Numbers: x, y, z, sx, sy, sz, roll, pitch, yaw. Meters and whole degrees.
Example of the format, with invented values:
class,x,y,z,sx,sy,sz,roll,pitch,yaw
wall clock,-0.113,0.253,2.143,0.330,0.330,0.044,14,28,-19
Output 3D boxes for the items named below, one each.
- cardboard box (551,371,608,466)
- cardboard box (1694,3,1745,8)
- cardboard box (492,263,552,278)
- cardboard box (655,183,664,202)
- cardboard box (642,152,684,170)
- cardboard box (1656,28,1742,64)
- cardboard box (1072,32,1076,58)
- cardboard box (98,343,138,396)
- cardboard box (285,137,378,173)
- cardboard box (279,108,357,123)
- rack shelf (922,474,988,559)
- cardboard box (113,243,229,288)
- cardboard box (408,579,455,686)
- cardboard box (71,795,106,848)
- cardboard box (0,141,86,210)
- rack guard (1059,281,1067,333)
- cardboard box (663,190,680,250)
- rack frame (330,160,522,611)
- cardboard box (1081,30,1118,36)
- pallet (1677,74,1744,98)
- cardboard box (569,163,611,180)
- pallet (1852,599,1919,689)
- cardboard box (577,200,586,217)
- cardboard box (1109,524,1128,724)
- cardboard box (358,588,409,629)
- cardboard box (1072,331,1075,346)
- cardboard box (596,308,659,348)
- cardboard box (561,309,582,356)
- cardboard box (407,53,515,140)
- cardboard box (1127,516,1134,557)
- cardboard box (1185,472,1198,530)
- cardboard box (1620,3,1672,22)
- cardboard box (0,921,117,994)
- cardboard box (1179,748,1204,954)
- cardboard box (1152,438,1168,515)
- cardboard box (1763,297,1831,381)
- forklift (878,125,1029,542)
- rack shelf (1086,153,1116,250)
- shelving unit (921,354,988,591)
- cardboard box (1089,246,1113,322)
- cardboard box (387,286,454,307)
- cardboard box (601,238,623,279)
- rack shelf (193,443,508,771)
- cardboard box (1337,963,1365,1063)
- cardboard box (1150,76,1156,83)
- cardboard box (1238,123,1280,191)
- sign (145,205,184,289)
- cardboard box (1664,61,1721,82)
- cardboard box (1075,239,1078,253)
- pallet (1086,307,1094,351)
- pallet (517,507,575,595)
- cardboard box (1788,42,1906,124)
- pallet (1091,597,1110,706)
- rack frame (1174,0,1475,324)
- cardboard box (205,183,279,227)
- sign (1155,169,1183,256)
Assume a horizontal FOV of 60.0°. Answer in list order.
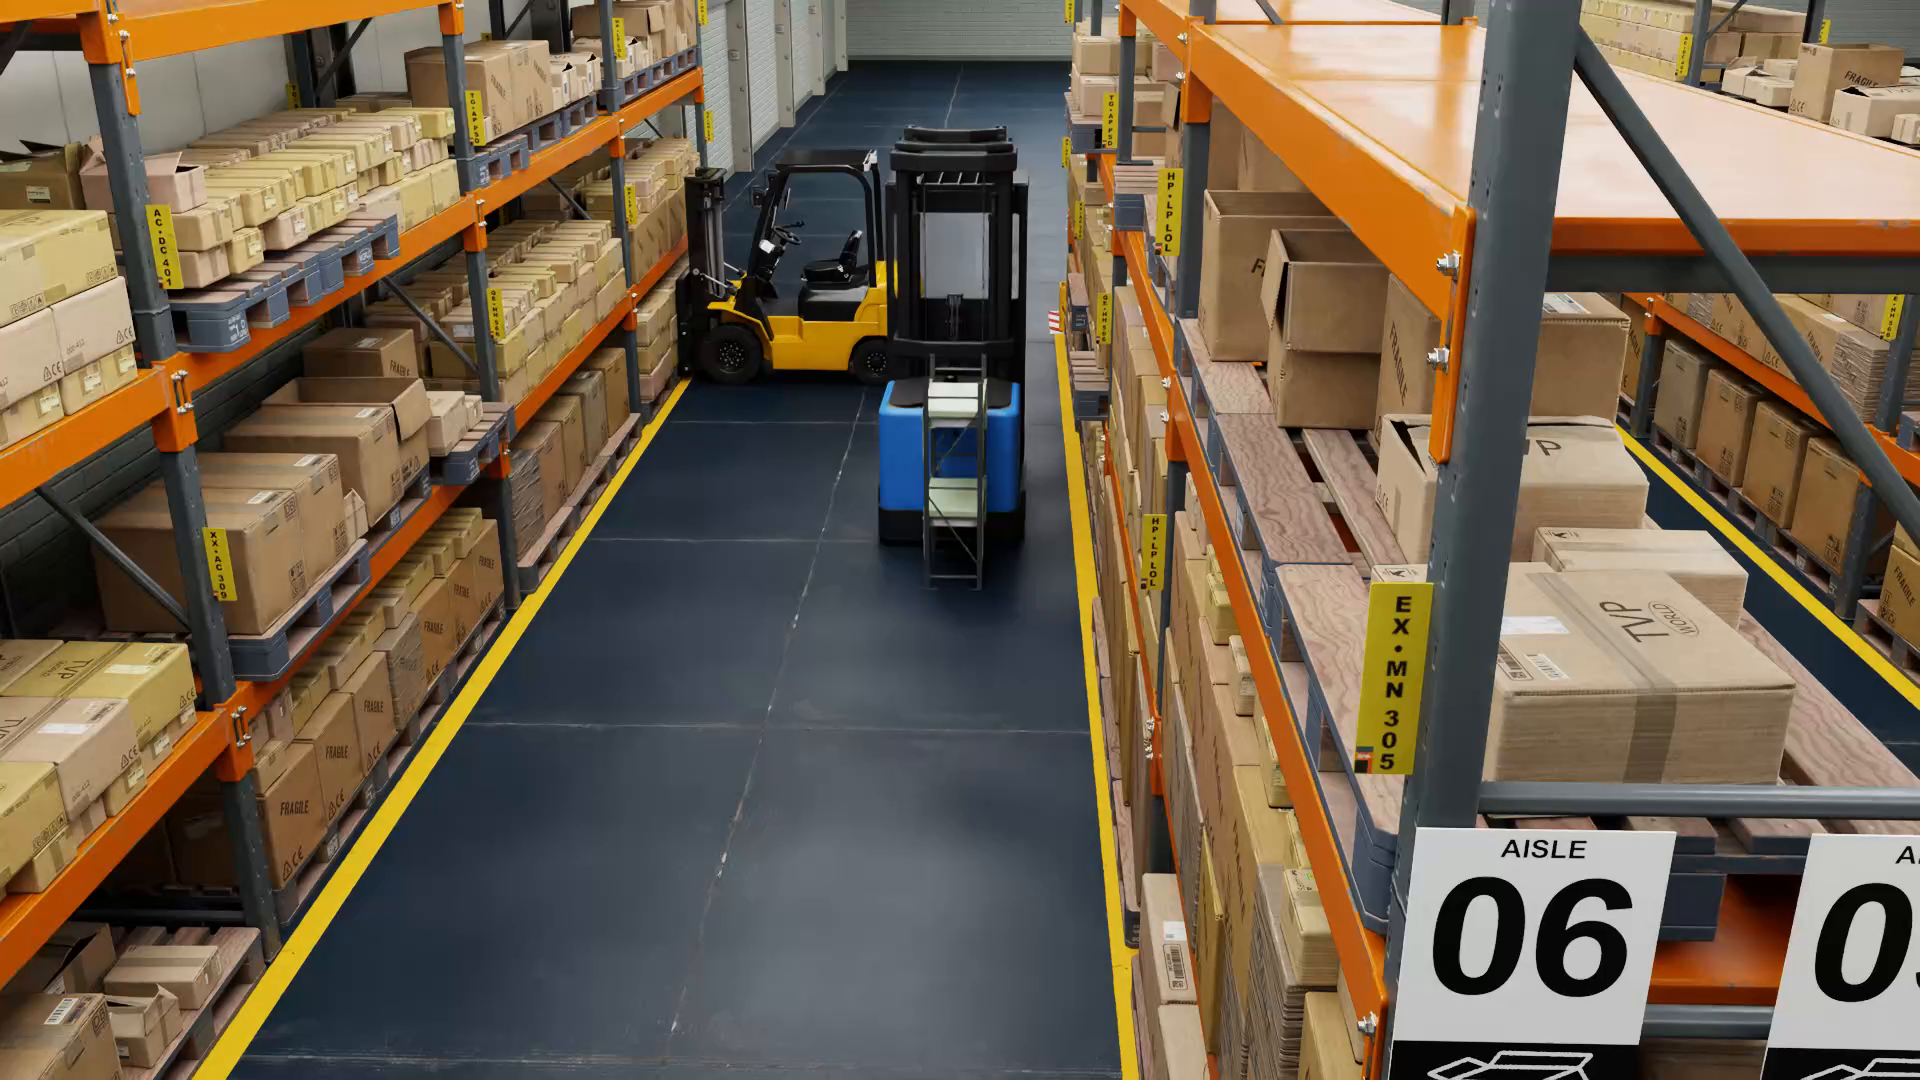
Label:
class,x,y,z,sx,sy,sz,roll,pitch,yaw
cardboard box,-3.421,-1.010,13.686,0.875,0.625,0.625,0,21,1
cardboard box,6.916,-4.802,15.139,0.380,0.149,0.250,1,21,2
cardboard box,-3.262,-1.967,12.416,0.380,0.149,0.250,1,21,2
cardboard box,-3.044,-3.314,15.888,0.380,0.149,0.250,0,21,0
cardboard box,-3.000,-3.823,16.789,0.380,0.149,0.250,1,21,3
cardboard box,6.286,-4.209,14.161,0.500,0.250,0.500,0,21,1
cardboard box,1.417,-5.071,17.102,0.500,0.250,0.500,0,21,1
cardboard box,-3.344,-0.646,6.247,0.380,0.149,0.250,0,21,1
cardboard box,-3.261,-2.000,8.636,0.380,0.149,0.250,1,21,2
cardboard box,-3.794,-2.467,9.838,0.380,0.149,0.250,0,21,0
rack shelf,-0.030,-0.176,11.812,0.431,0.370,0.720,1,21,3
cardboard box,-3.222,-1.125,6.763,0.380,0.149,0.250,1,21,2
cardboard box,-3.343,0.551,9.837,0.500,0.500,0.500,2,21,4
cardboard box,-3.390,1.021,6.099,0.380,0.149,0.250,1,21,3
cardboard box,-3.687,-1.464,6.655,0.396,0.266,0.258,0,21,1
rack guard,1.696,-2.590,18.514,1.175,0.500,0.348,1,21,2
cardboard box,-3.060,-3.148,16.356,0.500,0.500,0.500,1,21,2
rack frame,-3.506,-0.944,10.815,1.000,3.000,0.127,1,21,2
cardboard box,1.320,-4.669,15.513,0.380,0.149,0.250,1,21,2
pallet,6.563,-3.972,14.594,1.003,0.211,1.213,1,21,2
cardboard box,-3.567,-3.550,16.087,0.380,0.149,0.250,1,21,3
pallet,6.381,0.710,10.408,1.003,0.211,1.213,1,21,2
cardboard box,-3.642,-3.045,15.194,0.380,0.149,0.250,1,21,3
cardboard box,1.320,0.475,9.514,0.875,0.875,0.875,1,21,2
cardboard box,-3.337,0.384,9.371,0.380,0.149,0.250,0,21,-1
cardboard box,1.355,-2.186,16.199,0.500,0.500,0.500,2,21,4
cardboard box,-3.056,-1.942,15.225,0.500,0.250,0.500,0,21,1
cardboard box,-3.202,-1.587,12.680,0.500,0.250,0.500,1,21,3
cardboard box,-3.241,-2.891,10.828,0.500,0.500,0.500,1,21,2
cardboard box,1.157,-0.093,8.828,0.500,0.250,0.500,1,21,2
cardboard box,1.064,-0.148,6.347,0.380,0.149,0.250,0,21,1
cardboard box,6.259,-4.806,15.149,0.380,0.149,0.250,0,21,1
cardboard box,-3.884,1.796,6.889,0.500,0.311,0.500,1,21,4
cardboard box,1.016,1.038,5.570,0.500,0.500,0.500,1,21,2
cardboard box,1.096,-0.121,7.175,0.500,0.500,0.500,1,21,3
cardboard box,6.183,-1.446,11.971,0.500,0.500,0.500,0,21,1
forklift,-0.014,-1.837,13.210,1.130,2.935,3.031,1,21,3
rack shelf,1.516,-2.677,12.129,1.077,0.370,4.000,1,21,2
shelving unit,-0.030,-0.480,11.694,0.431,1.500,0.755,1,21,3
cardboard box,1.210,-1.809,11.914,0.500,0.500,0.500,-1,21,-2
cardboard box,-3.796,-1.691,11.706,0.380,0.149,0.250,0,21,1
cardboard box,-3.144,-2.373,14.014,0.500,0.250,0.500,0,21,0
rack shelf,-3.567,0.115,9.081,1.077,0.370,4.000,1,21,2
cardboard box,1.006,0.963,3.484,0.380,0.149,0.250,1,21,3
cardboard box,1.667,-3.281,12.319,0.500,0.250,0.500,1,21,2
cardboard box,1.691,-1.891,8.390,0.500,0.500,0.500,1,21,2
sign,-3.085,-1.134,6.443,0.100,0.325,0.005,1,21,2
cardboard box,6.219,-3.978,14.116,0.380,0.149,0.250,1,21,1
cardboard box,1.319,-2.892,16.184,0.380,0.149,0.250,1,21,2
pallet,1.474,-1.517,12.558,1.003,0.211,1.213,1,21,2
pallet,-3.442,0.059,12.085,1.003,0.211,1.213,1,21,2
cardboard box,6.179,-3.192,11.604,0.500,0.500,0.500,1,21,2
pallet,1.356,0.694,10.449,1.003,0.211,1.213,1,21,2
rack frame,1.333,-2.241,5.865,1.000,3.000,0.127,1,21,2
cardboard box,-3.194,-1.452,7.194,0.380,0.149,0.250,0,21,1
sign,0.791,-1.233,6.263,0.100,0.325,0.005,1,21,2
